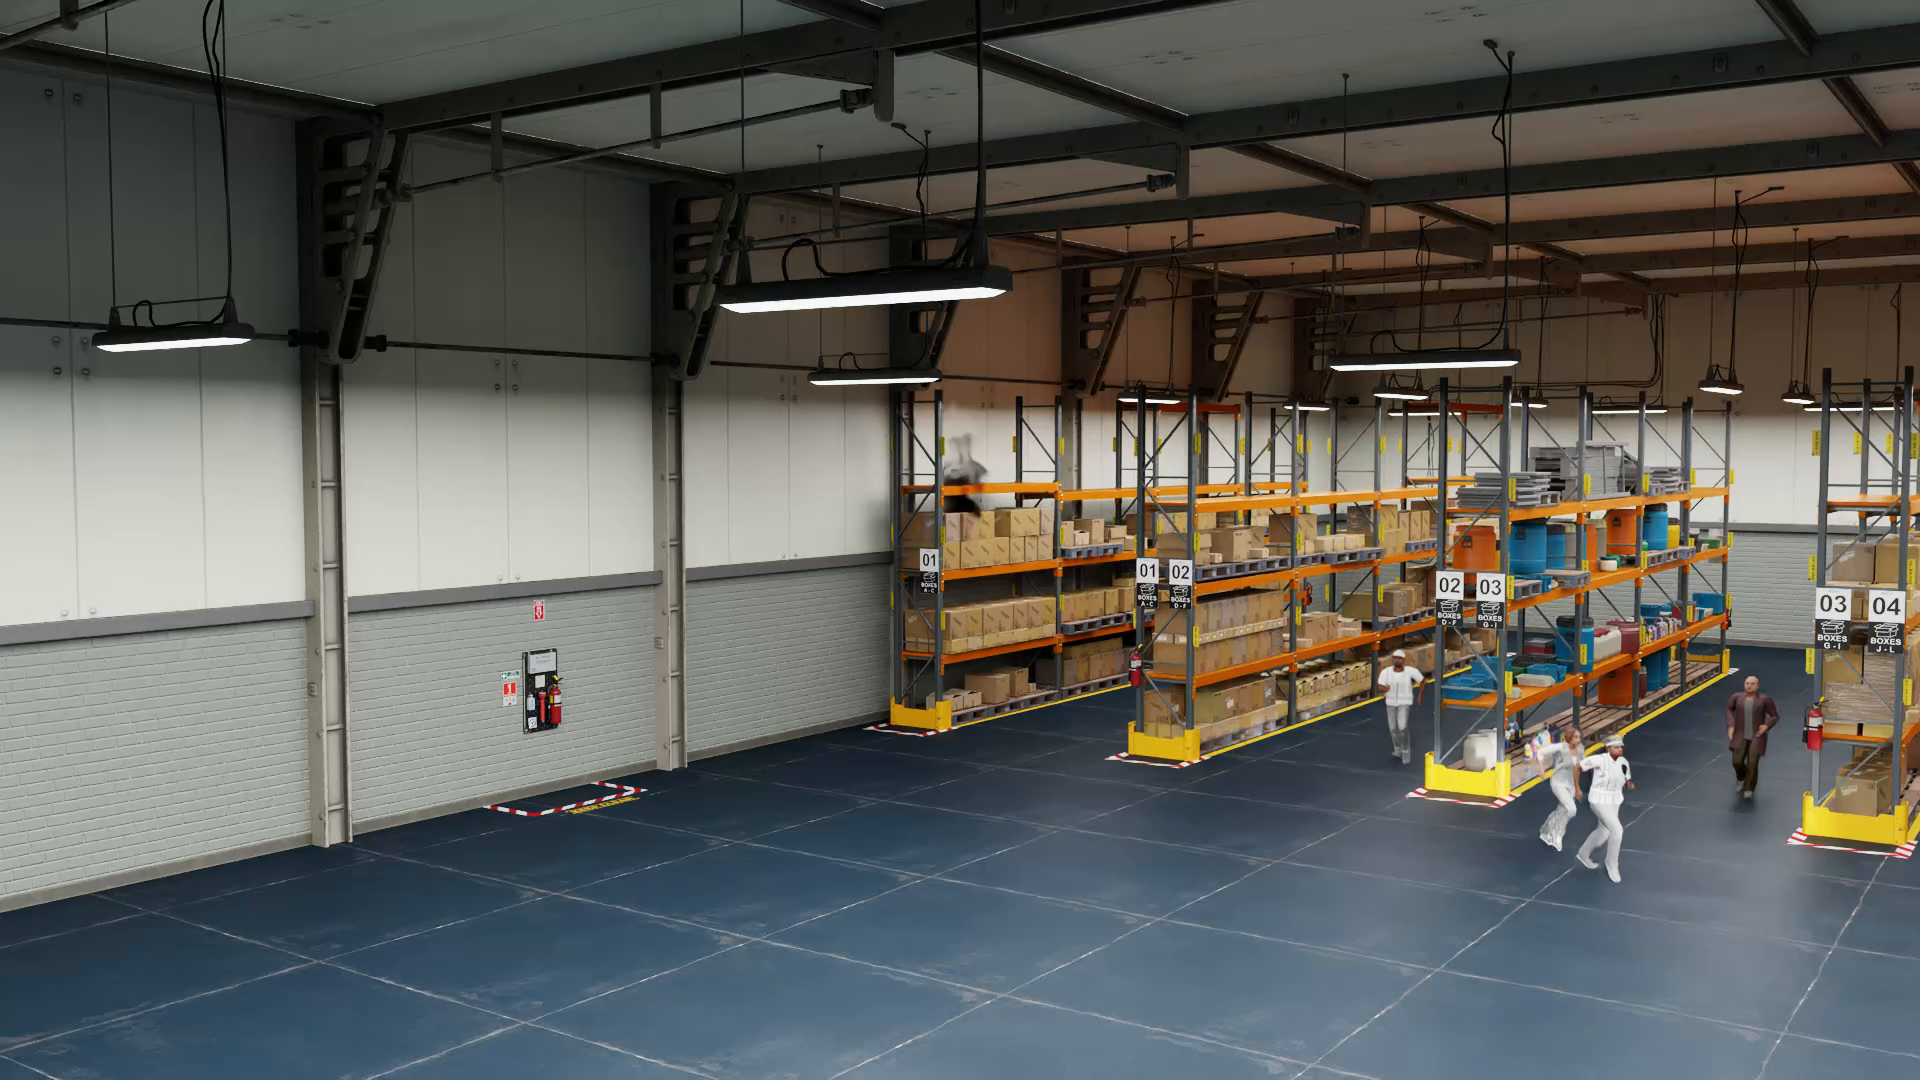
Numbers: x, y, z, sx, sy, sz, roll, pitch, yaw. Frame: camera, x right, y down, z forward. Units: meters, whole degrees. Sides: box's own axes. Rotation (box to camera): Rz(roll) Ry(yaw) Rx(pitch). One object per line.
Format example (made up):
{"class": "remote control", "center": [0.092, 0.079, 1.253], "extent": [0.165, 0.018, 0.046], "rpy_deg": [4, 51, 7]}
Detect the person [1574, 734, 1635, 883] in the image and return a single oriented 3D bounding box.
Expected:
{"class": "person", "center": [7.479, 3.080, 19.310], "extent": [0.600, 1.716, 0.827], "rpy_deg": [-1, 3, -21]}

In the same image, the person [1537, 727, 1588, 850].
{"class": "person", "center": [7.457, 3.061, 20.552], "extent": [0.520, 1.551, 0.785], "rpy_deg": [-1, 3, -22]}

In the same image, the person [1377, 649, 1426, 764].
{"class": "person", "center": [6.966, 2.643, 26.377], "extent": [0.684, 1.816, 0.731], "rpy_deg": [2, 4, 31]}

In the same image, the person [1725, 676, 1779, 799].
{"class": "person", "center": [11.213, 2.802, 23.600], "extent": [0.722, 1.746, 0.628], "rpy_deg": [2, 4, 34]}
